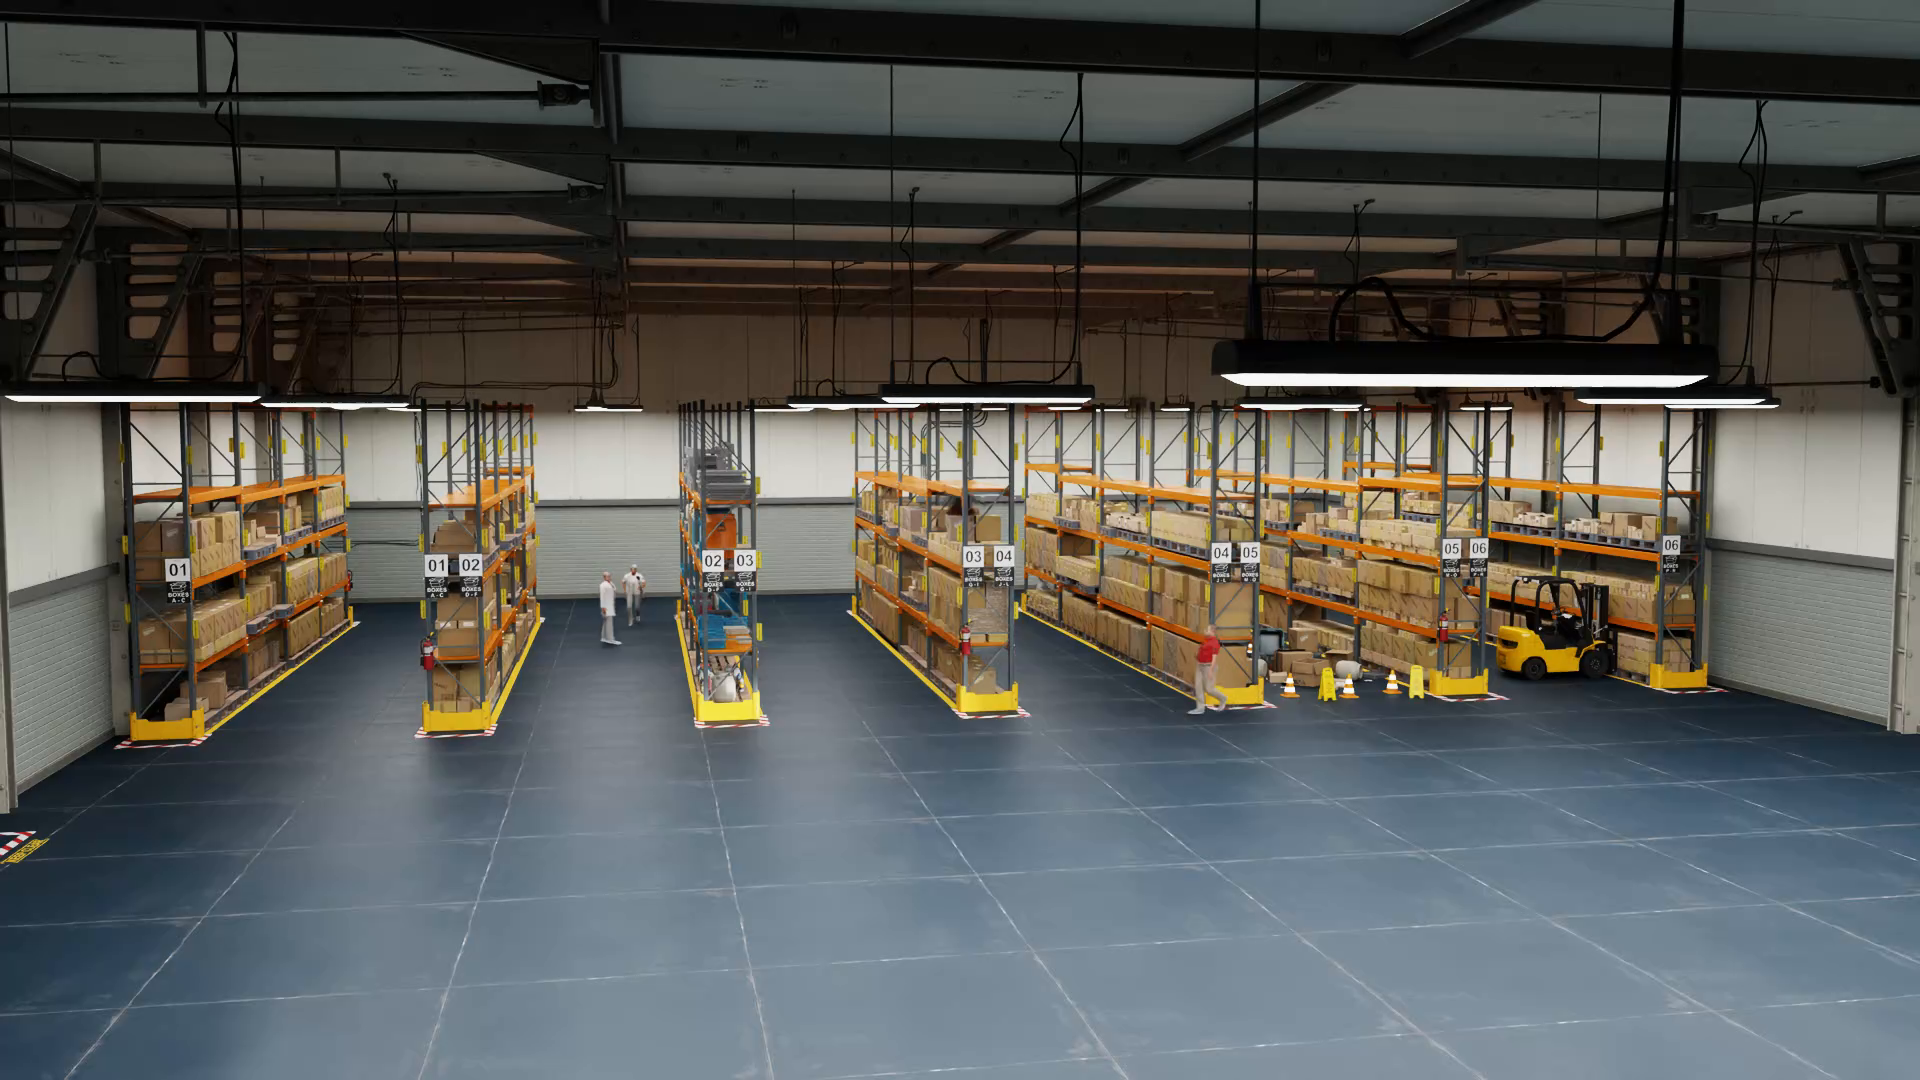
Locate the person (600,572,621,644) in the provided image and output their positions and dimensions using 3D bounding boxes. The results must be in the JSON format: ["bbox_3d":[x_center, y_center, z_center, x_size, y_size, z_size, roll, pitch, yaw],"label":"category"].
[{"bbox_3d":[-8.741,1.695,41.670,0.557,1.805,0.599,0,4,2],"label":"person"}]

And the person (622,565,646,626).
[{"bbox_3d":[-8.897,1.509,45.375,0.642,1.697,0.746,0,4,-5],"label":"person"}]

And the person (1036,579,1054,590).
[{"bbox_3d":[2.627,1.075,50.007,1.029,1.752,0.642,-2,5,-21],"label":"person"}]

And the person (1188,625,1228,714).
[{"bbox_3d":[4.746,2.471,31.708,0.711,1.699,0.529,-3,5,-36],"label":"person"}]
